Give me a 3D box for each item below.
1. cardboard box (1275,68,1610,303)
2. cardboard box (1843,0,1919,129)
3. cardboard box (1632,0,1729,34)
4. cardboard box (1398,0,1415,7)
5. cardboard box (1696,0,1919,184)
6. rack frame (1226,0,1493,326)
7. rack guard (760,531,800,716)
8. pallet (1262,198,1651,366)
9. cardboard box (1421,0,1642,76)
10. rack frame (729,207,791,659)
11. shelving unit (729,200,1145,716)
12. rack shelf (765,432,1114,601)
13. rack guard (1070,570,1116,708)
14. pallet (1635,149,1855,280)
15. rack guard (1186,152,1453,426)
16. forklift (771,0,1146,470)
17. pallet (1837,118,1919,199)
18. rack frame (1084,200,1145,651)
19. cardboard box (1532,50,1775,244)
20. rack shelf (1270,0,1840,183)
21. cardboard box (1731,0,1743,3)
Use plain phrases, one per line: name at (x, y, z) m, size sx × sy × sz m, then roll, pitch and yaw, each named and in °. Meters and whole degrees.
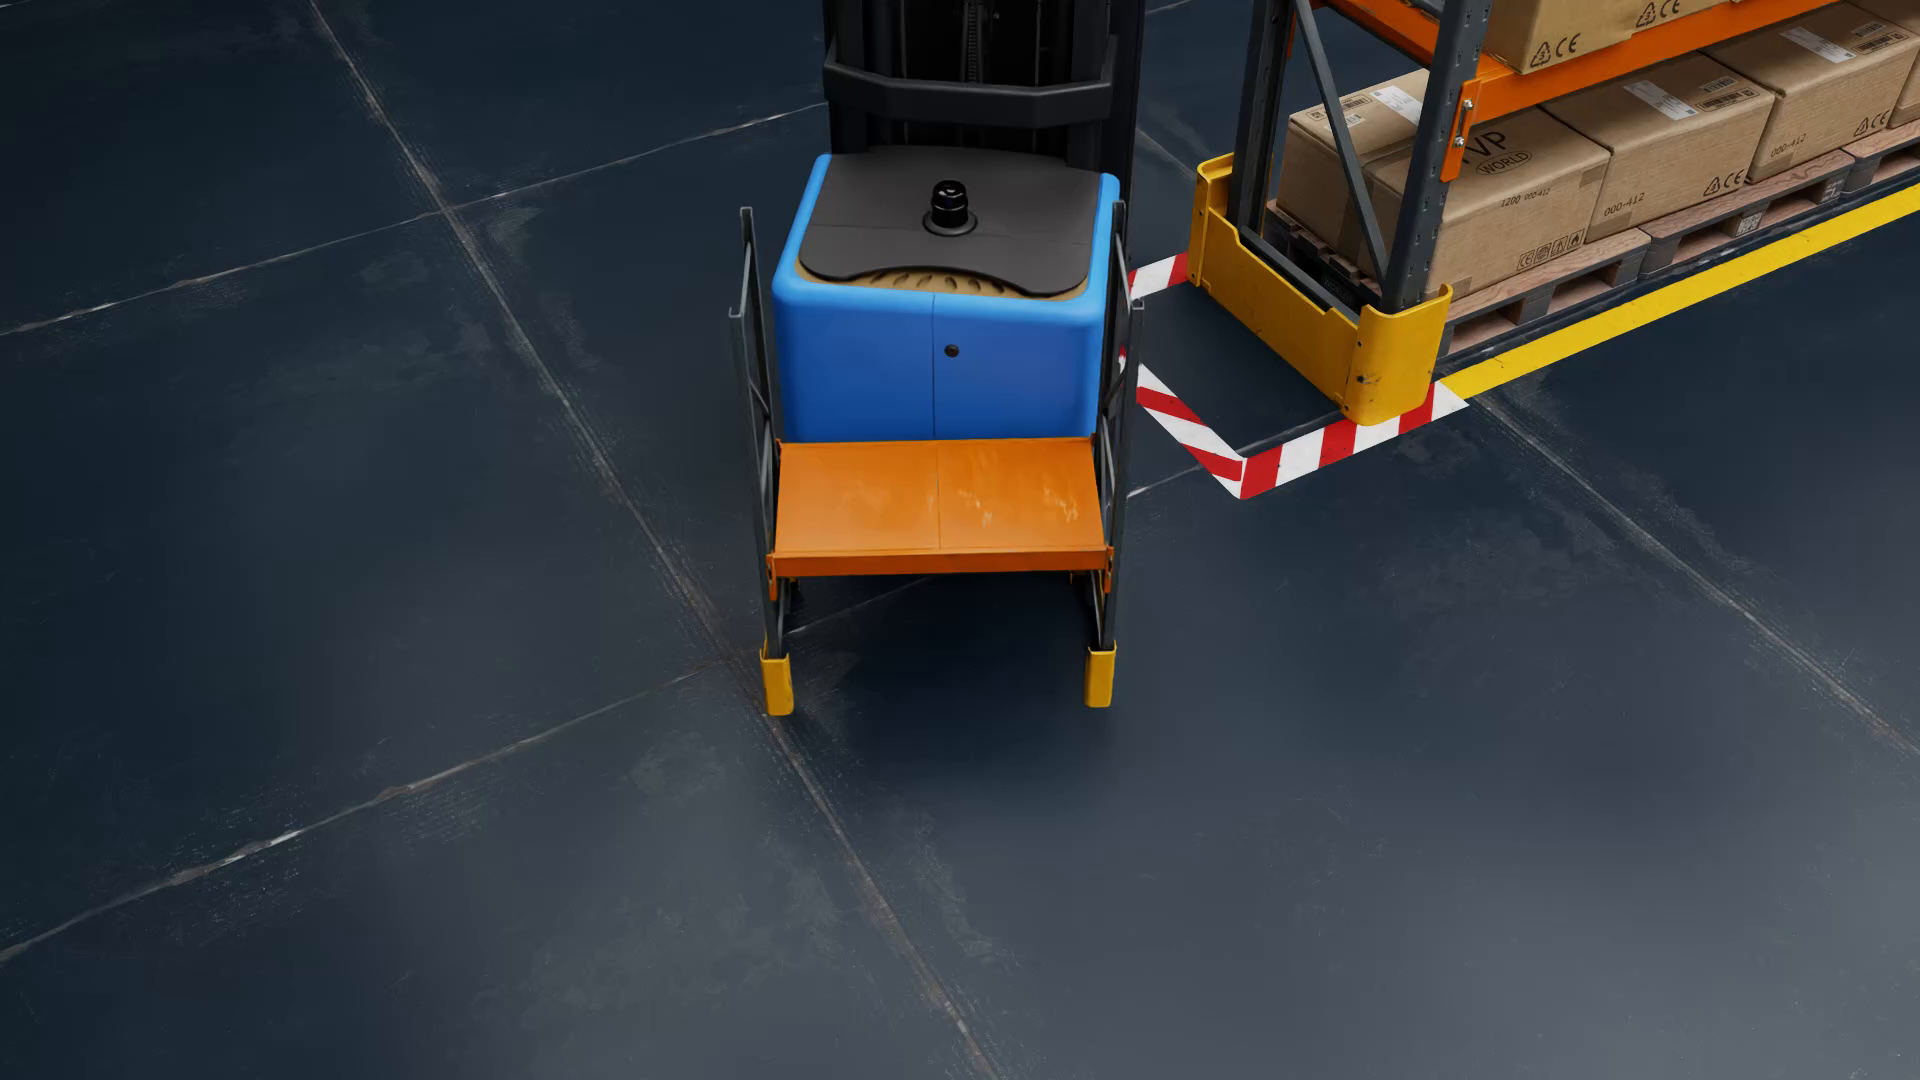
cardboard box at (1.892, -1.424, 6.602) m, size 0.875 × 0.438 × 0.875 m, roll -23°, pitch 49°, yaw -22°
cardboard box at (4.240, -2.369, 7.576) m, size 0.875 × 0.438 × 0.875 m, roll -22°, pitch 48°, yaw -21°
cardboard box at (2.354, -2.125, 5.714) m, size 0.500 × 0.500 × 0.500 m, roll -22°, pitch 48°, yaw -21°
cardboard box at (1.656, -2.267, 5.860) m, size 0.500 × 0.500 × 0.500 m, roll -22°, pitch 48°, yaw -21°
cardboard box at (3.464, -2.059, 7.255) m, size 0.875 × 0.438 × 0.875 m, roll -23°, pitch 49°, yaw -22°
rack frame at (1.370, -1.903, 5.558) m, size 0.127 × 3.000 × 1.000 m, roll -22°, pitch 48°, yaw -21°
rack guard at (-0.572, 0.254, 5.309) m, size 0.087 × 0.250 × 0.587 m, roll -1°, pitch 44°, yaw -1°
pallet at (2.024, -1.227, 6.863) m, size 1.213 × 0.211 × 1.003 m, roll -22°, pitch 48°, yaw -21°
cardboard box at (1.929, -1.933, 5.516) m, size 0.500 × 0.500 × 0.500 m, roll -22°, pitch 48°, yaw -21°
rack frame at (-0.573, -0.195, 4.874) m, size 0.032 × 1.500 × 0.500 m, roll -1°, pitch 44°, yaw -1°
shelving unit at (-0.074, -0.206, 4.886) m, size 1.083 × 1.500 × 0.587 m, roll -1°, pitch 44°, yaw -1°
rack shelf at (-0.065, -0.077, 5.011) m, size 1.000 × 0.185 × 0.538 m, roll -1°, pitch 44°, yaw -1°
rack guard at (0.424, 0.231, 5.333) m, size 0.087 × 0.250 × 0.587 m, roll -1°, pitch 44°, yaw -1°
pallet at (3.081, -1.648, 7.297) m, size 1.213 × 0.211 × 1.003 m, roll -22°, pitch 48°, yaw -21°
rack guard at (1.349, -0.998, 6.420) m, size 0.348 × 0.500 × 1.175 m, roll -22°, pitch 48°, yaw -21°
forklift at (0.112, -2.021, 5.728) m, size 1.130 × 2.935 × 3.031 m, roll 5°, pitch 44°, yaw 5°
pallet at (4.140, -2.074, 7.736) m, size 1.213 × 0.211 × 1.003 m, roll -22°, pitch 48°, yaw -21°
rack frame at (0.443, -0.218, 4.898) m, size 0.032 × 1.500 × 0.500 m, roll -1°, pitch 44°, yaw -1°
cardboard box at (2.682, -1.747, 6.934) m, size 0.875 × 0.438 × 0.875 m, roll -21°, pitch 48°, yaw -20°
rack shelf at (3.104, -2.339, 6.523) m, size 4.000 × 0.370 × 1.077 m, roll -22°, pitch 48°, yaw -21°
cardboard box at (2.804, -2.290, 5.884) m, size 0.500 × 0.500 × 0.500 m, roll -22°, pitch 48°, yaw -21°
